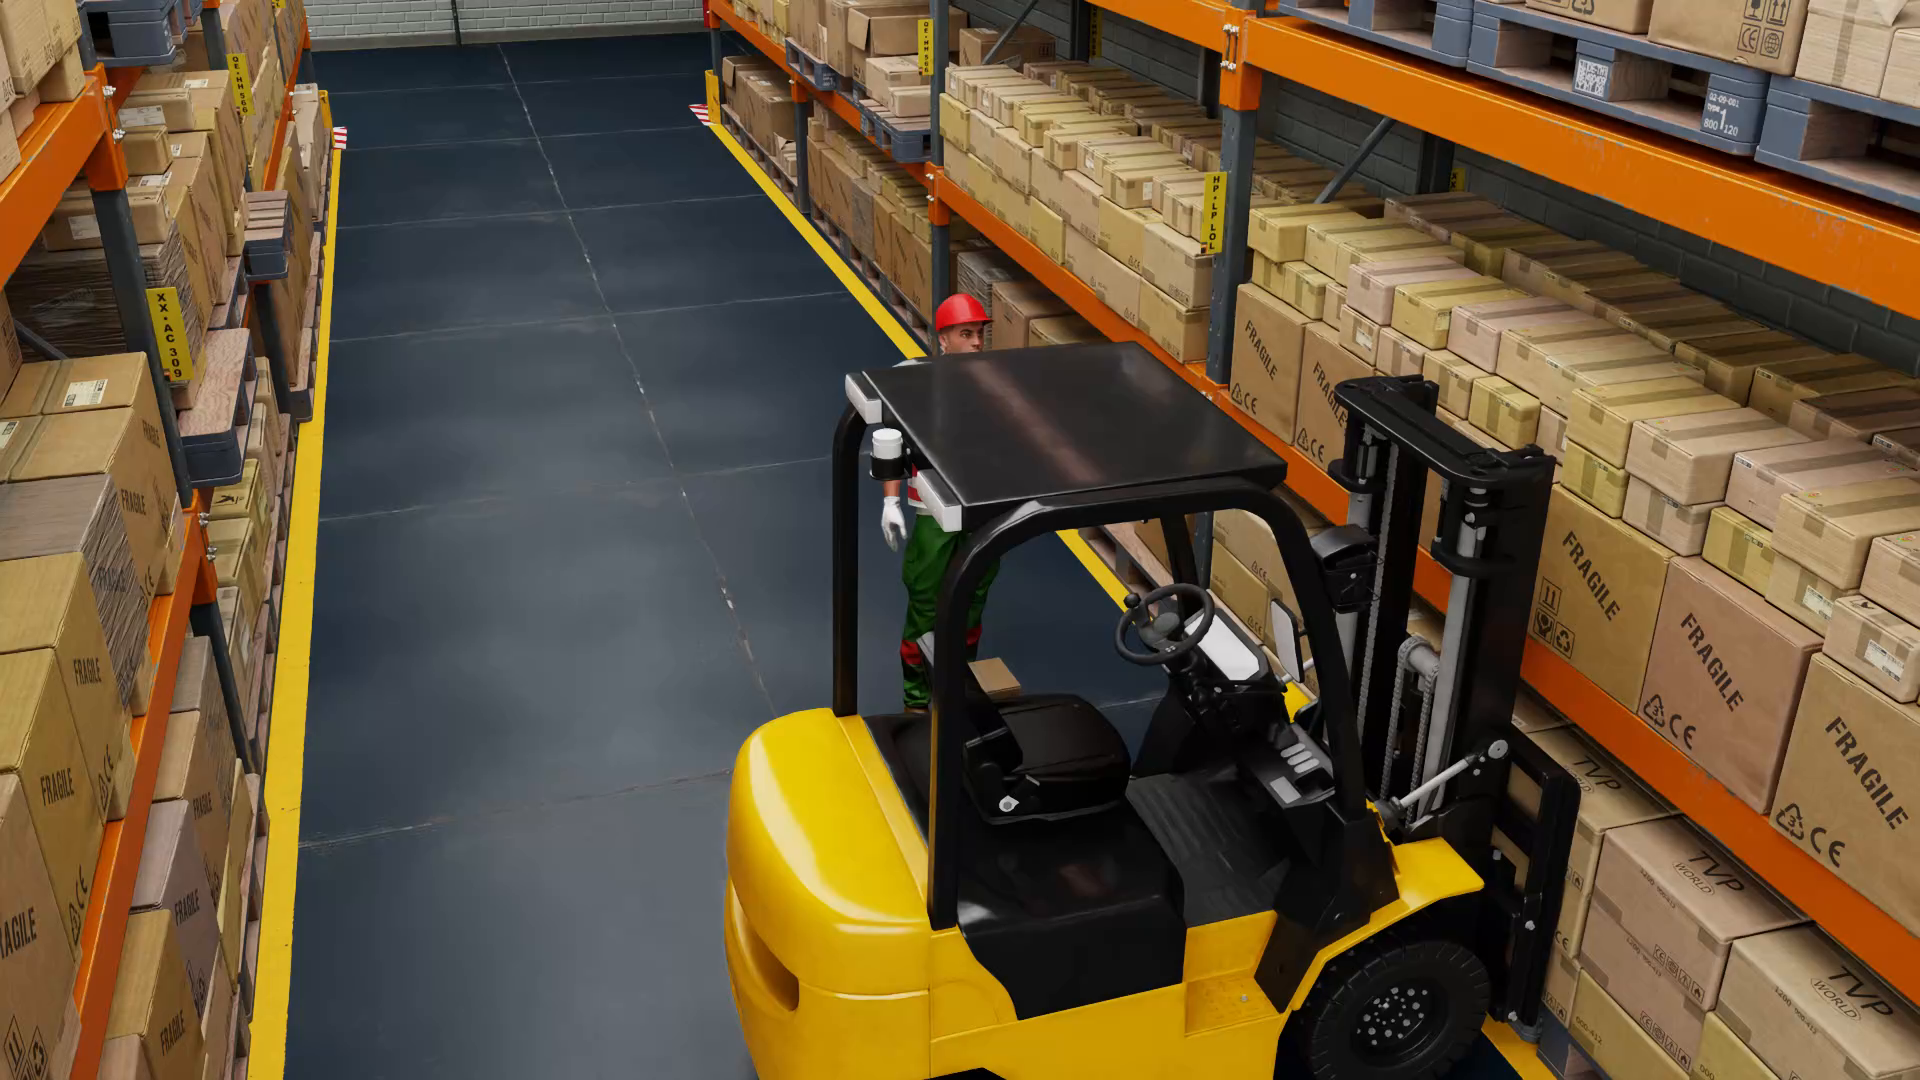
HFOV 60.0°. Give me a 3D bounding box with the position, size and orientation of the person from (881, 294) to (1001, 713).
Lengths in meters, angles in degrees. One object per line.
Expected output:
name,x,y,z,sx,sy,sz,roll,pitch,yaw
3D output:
person,0.001,-0.097,6.762,0.638,1.787,0.565,-8,27,-16
